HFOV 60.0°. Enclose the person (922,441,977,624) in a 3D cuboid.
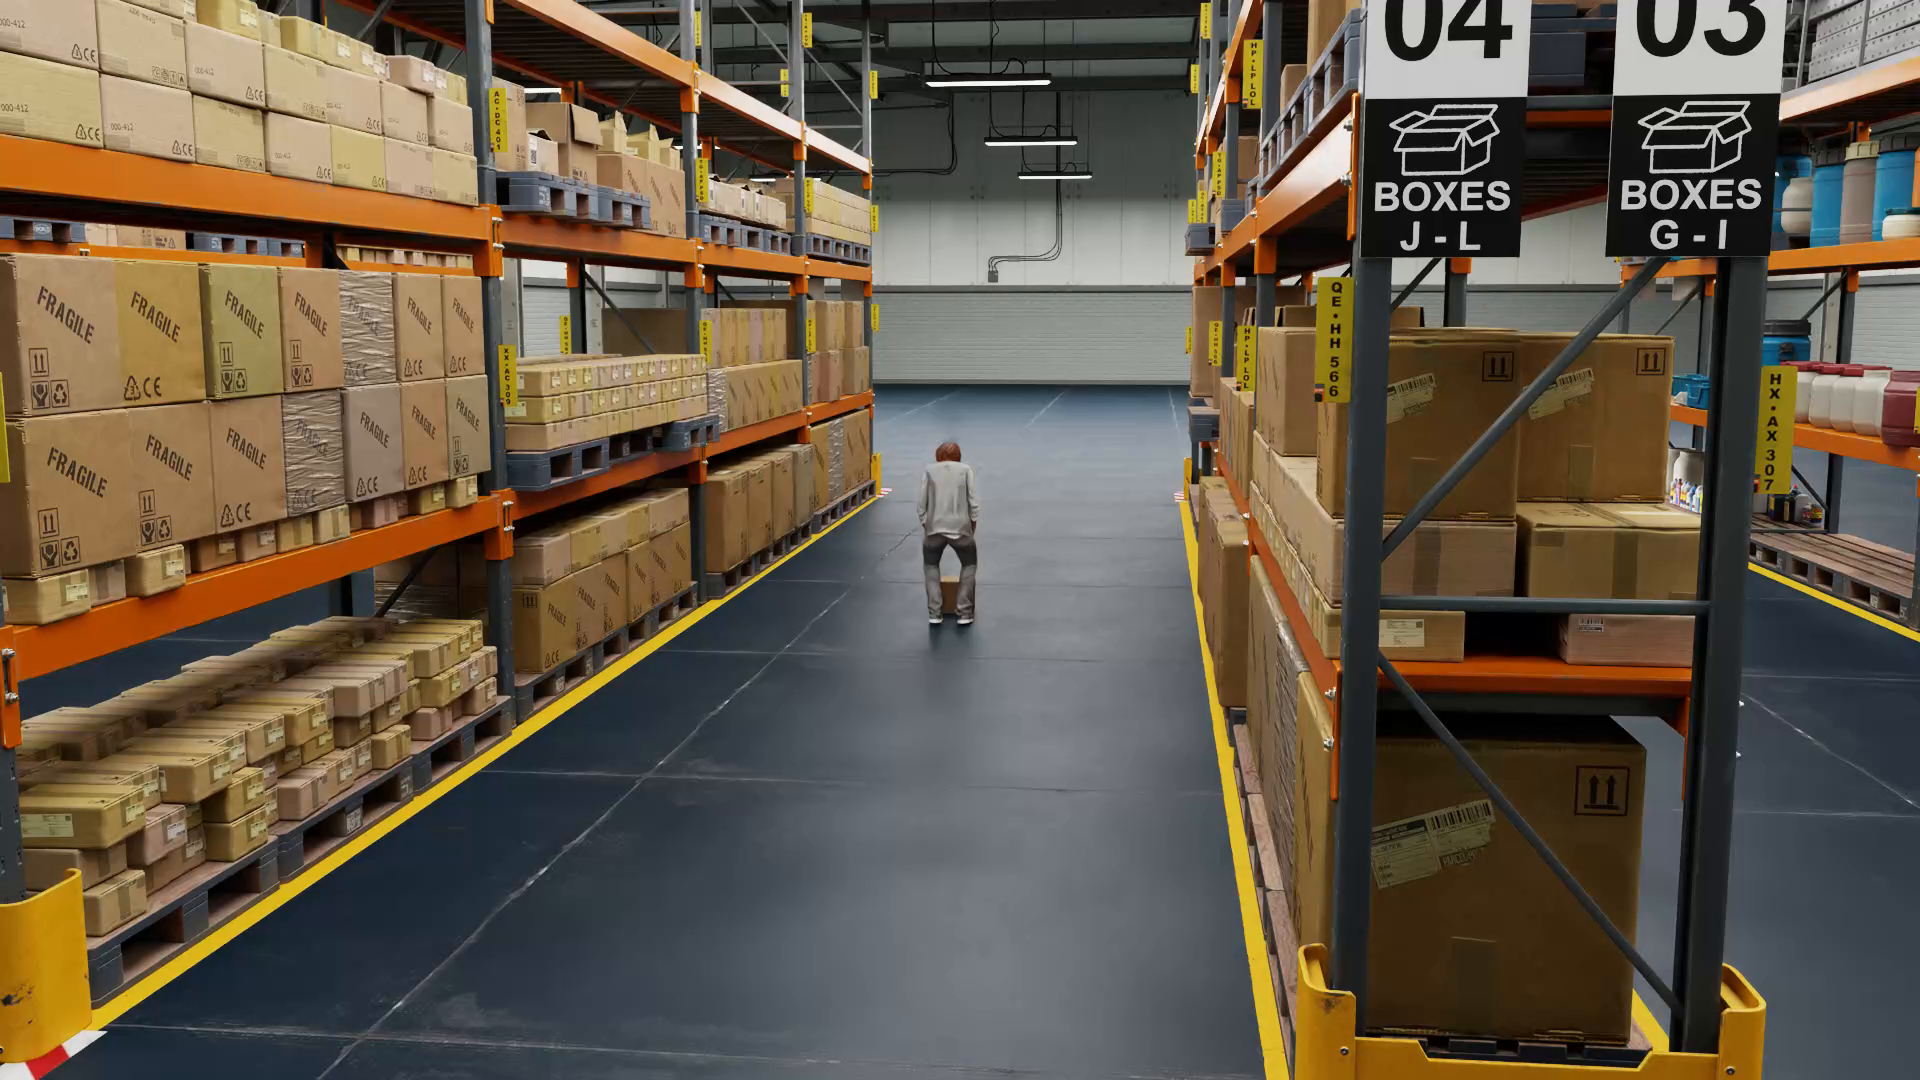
[{"bbox_3d":[-0.097,-0.036,12.217,0.438,1.302,0.640,1,8,6],"label":"person"}]
